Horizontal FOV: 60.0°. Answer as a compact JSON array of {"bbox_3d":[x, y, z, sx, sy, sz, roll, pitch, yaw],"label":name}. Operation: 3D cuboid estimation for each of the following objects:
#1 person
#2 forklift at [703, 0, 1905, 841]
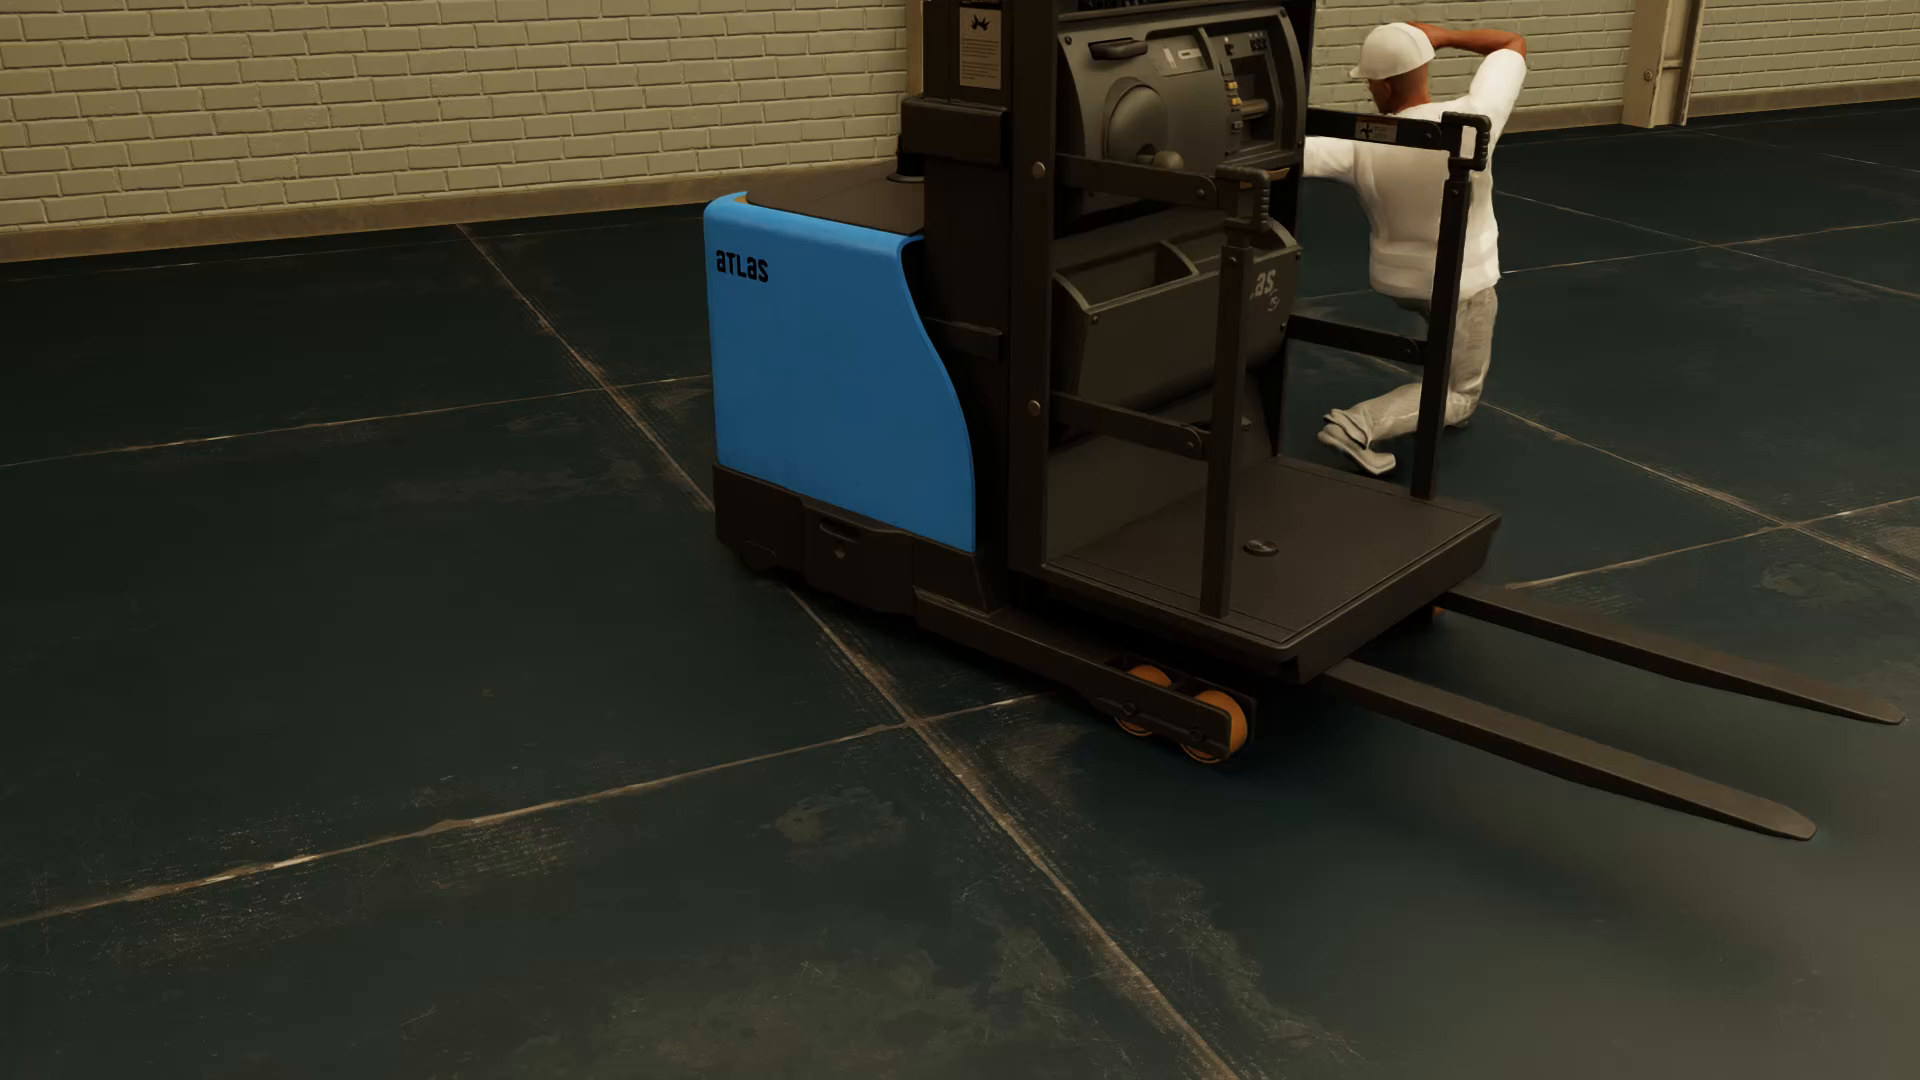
[{"bbox_3d":[1.383,-1.043,5.733,0.916,1.484,1.059,-21,30,-41],"label":"person"},{"bbox_3d":[0.708,-1.062,3.843,3.031,2.935,1.130,19,29,38],"label":"forklift"}]
